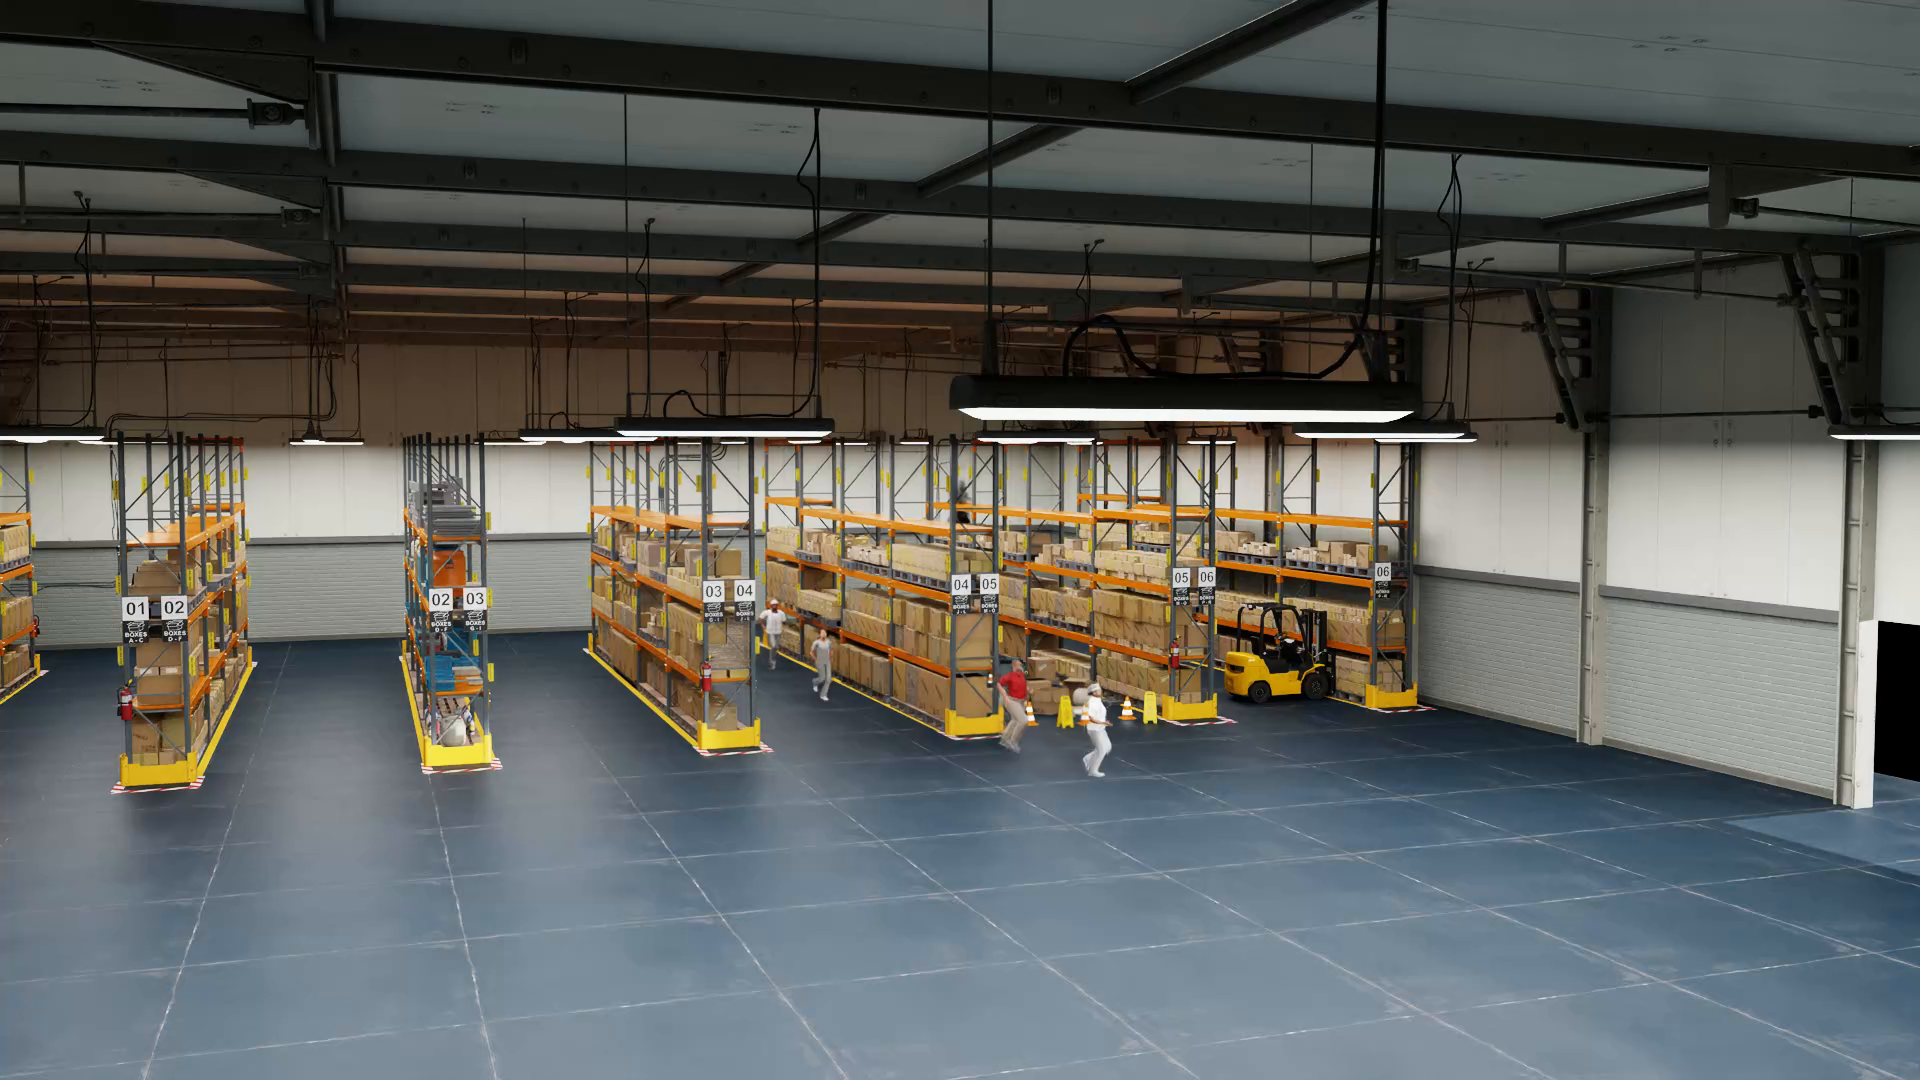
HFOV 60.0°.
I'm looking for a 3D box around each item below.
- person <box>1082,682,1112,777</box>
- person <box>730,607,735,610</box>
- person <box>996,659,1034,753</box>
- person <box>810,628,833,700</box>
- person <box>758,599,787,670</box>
[{"bbox_3d":[2.398,3.289,28.914,0.572,1.653,0.571,1,3,13],"label":"person"},{"bbox_3d":[-6.321,2.329,46.450,0.596,1.660,0.735,-1,3,-9],"label":"person"},{"bbox_3d":[1.069,3.133,31.414,0.726,1.762,0.640,2,4,31],"label":"person"},{"bbox_3d":[-3.144,2.817,37.921,0.565,1.631,0.605,-2,4,-30],"label":"person"},{"bbox_3d":[-4.824,2.454,43.168,0.674,1.832,0.787,-2,4,-29],"label":"person"}]
